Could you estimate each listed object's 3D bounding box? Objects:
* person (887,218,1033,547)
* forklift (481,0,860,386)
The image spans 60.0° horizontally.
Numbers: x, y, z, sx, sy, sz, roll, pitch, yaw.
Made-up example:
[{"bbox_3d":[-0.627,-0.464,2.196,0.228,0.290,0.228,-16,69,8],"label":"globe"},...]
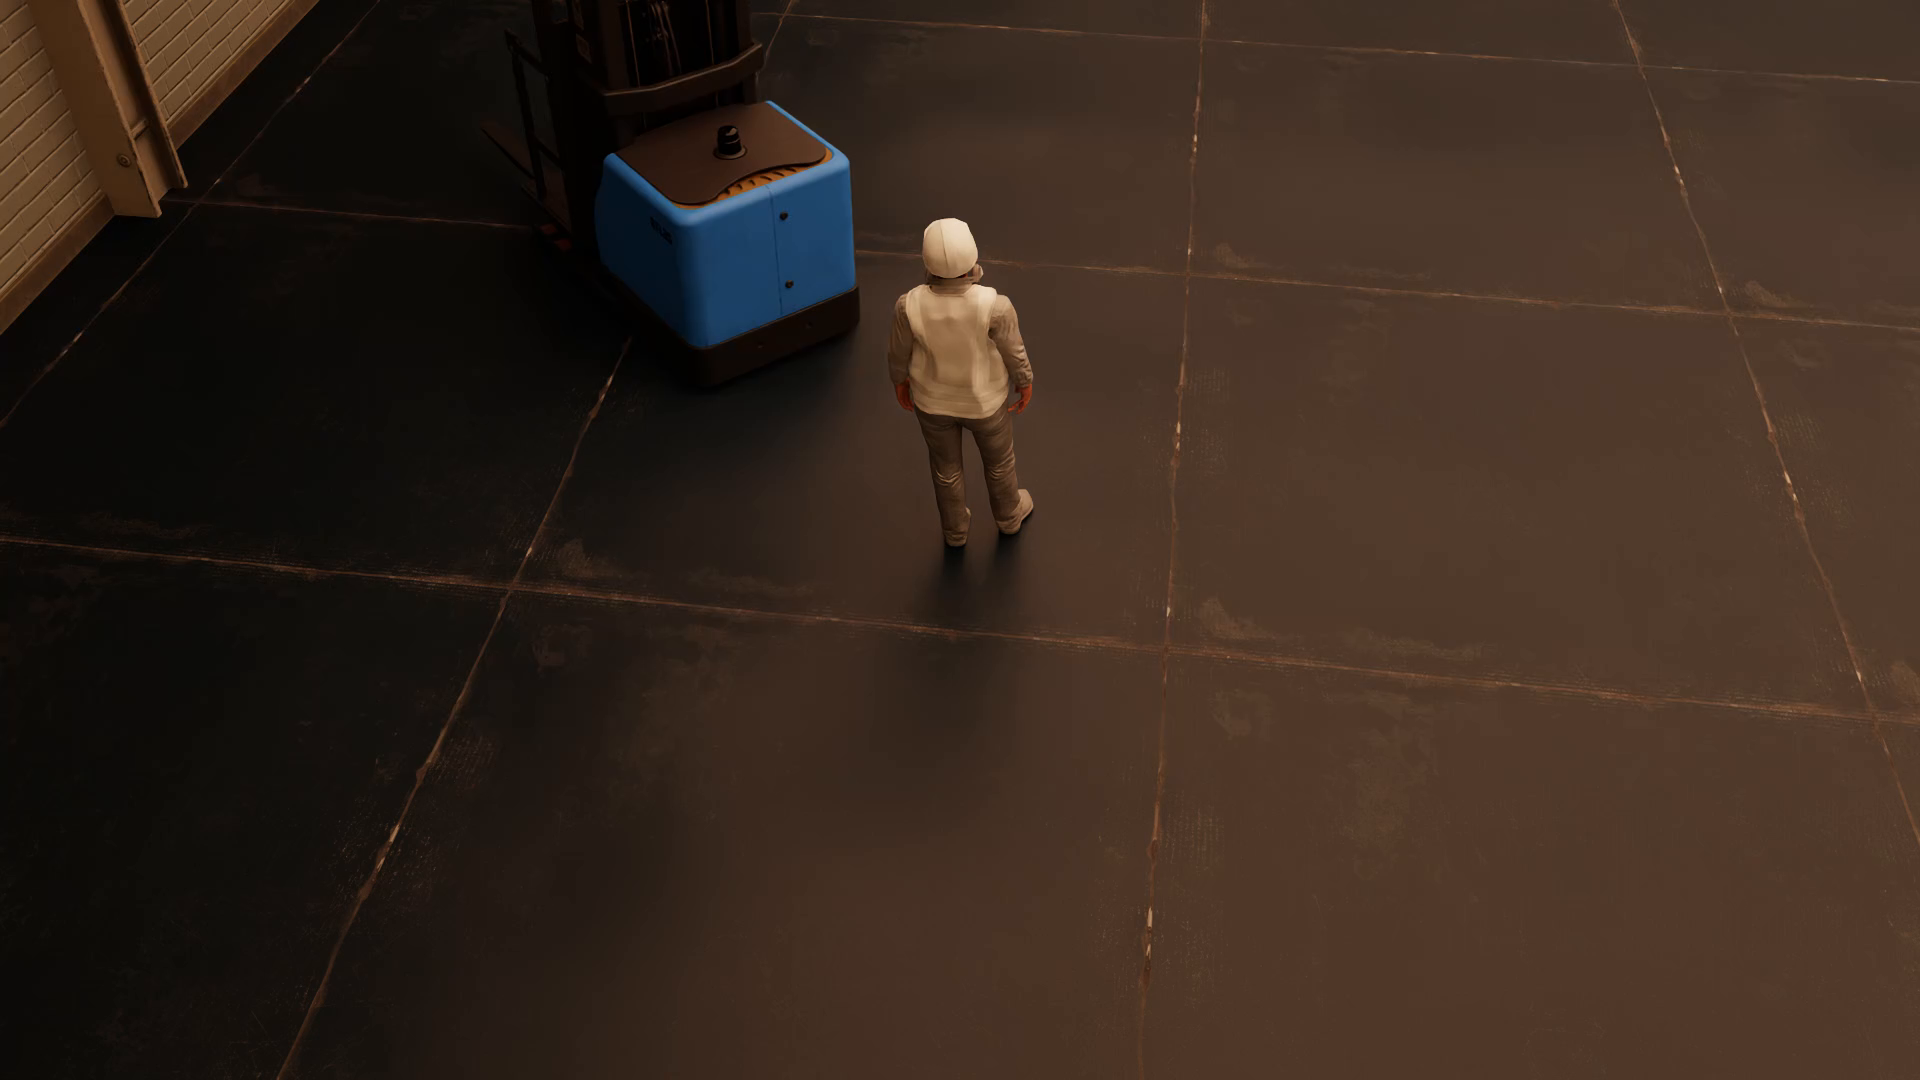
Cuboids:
[{"bbox_3d":[0.015,-0.701,7.332,0.634,1.776,0.565,5,43,6],"label":"person"},{"bbox_3d":[-1.826,-2.829,8.804,1.130,2.935,3.031,-27,49,-26],"label":"forklift"}]
